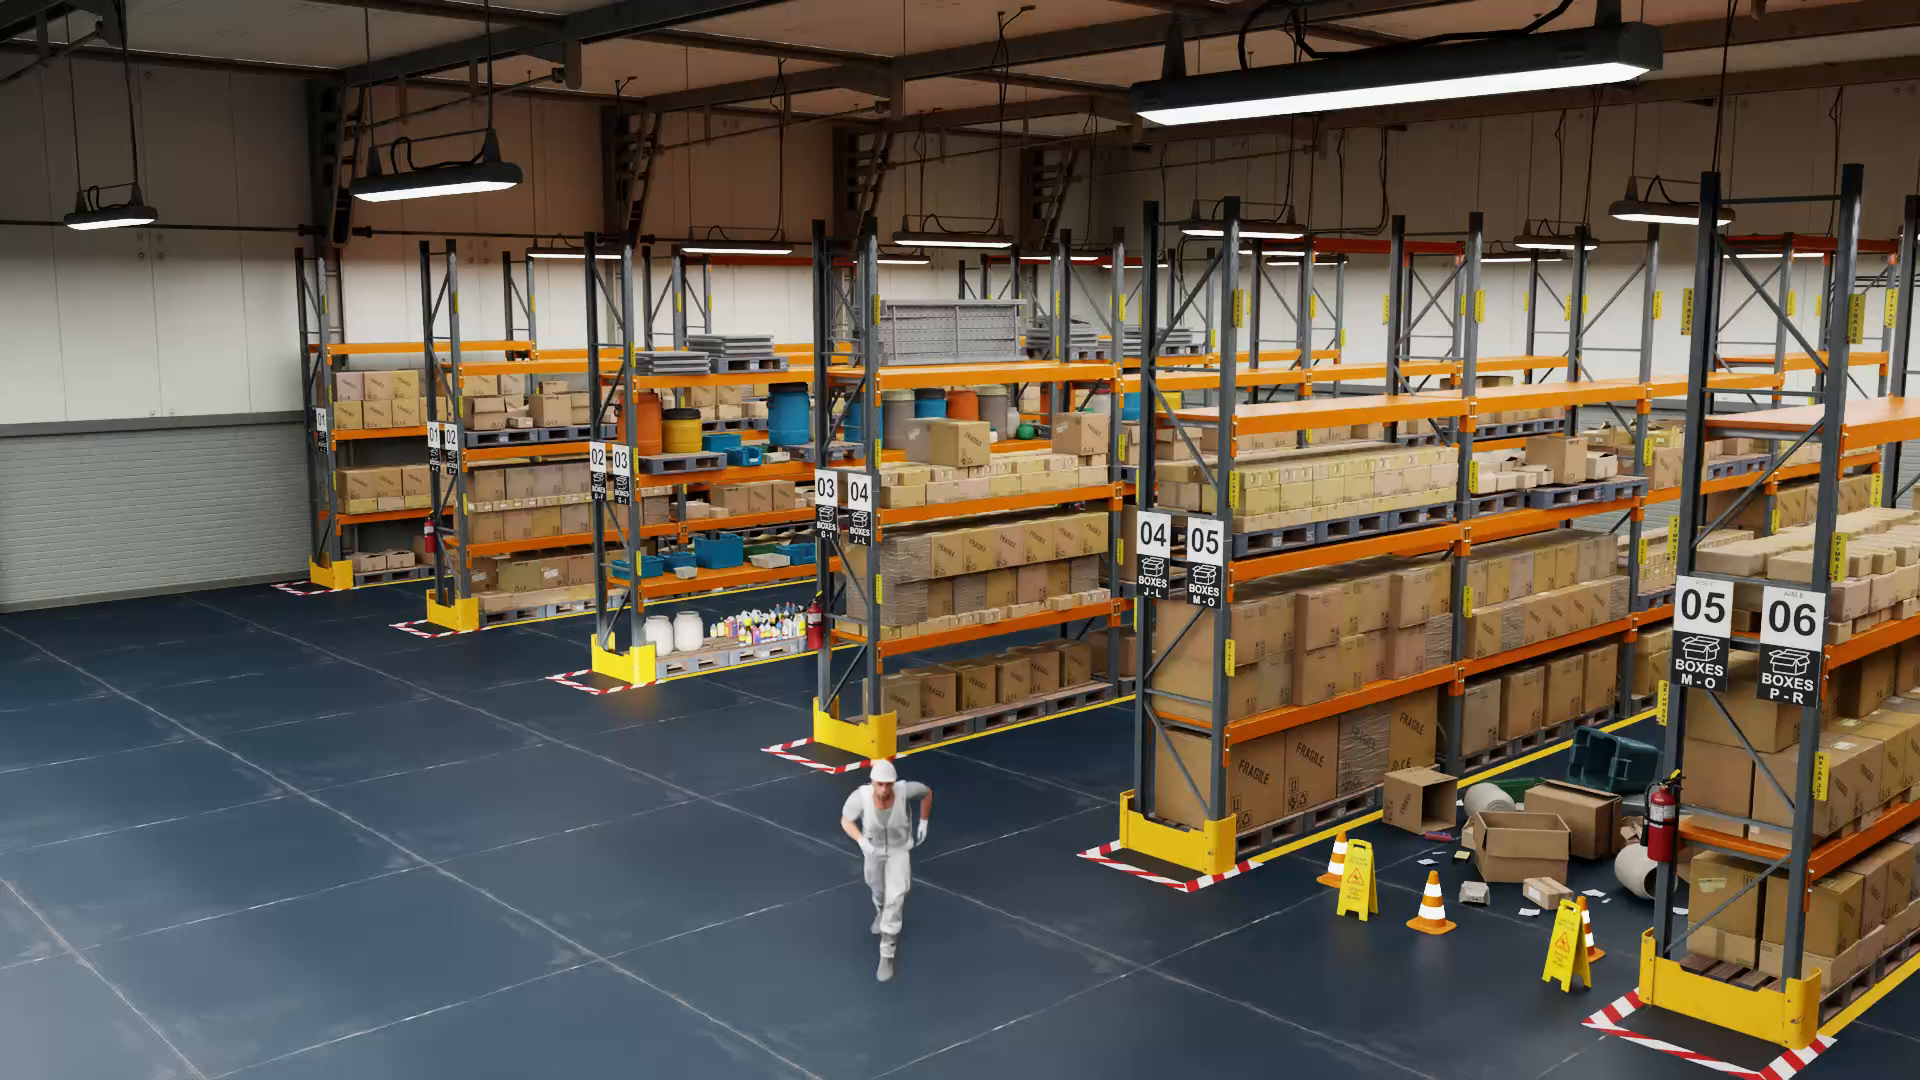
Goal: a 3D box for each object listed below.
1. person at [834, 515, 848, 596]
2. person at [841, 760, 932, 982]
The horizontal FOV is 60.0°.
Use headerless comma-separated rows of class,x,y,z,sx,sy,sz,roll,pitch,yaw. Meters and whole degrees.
person,-2.096,0.101,27.140,0.522,1.645,0.599,-6,10,-36
person,-0.572,2.463,12.977,0.704,1.731,1.056,0,8,-3
